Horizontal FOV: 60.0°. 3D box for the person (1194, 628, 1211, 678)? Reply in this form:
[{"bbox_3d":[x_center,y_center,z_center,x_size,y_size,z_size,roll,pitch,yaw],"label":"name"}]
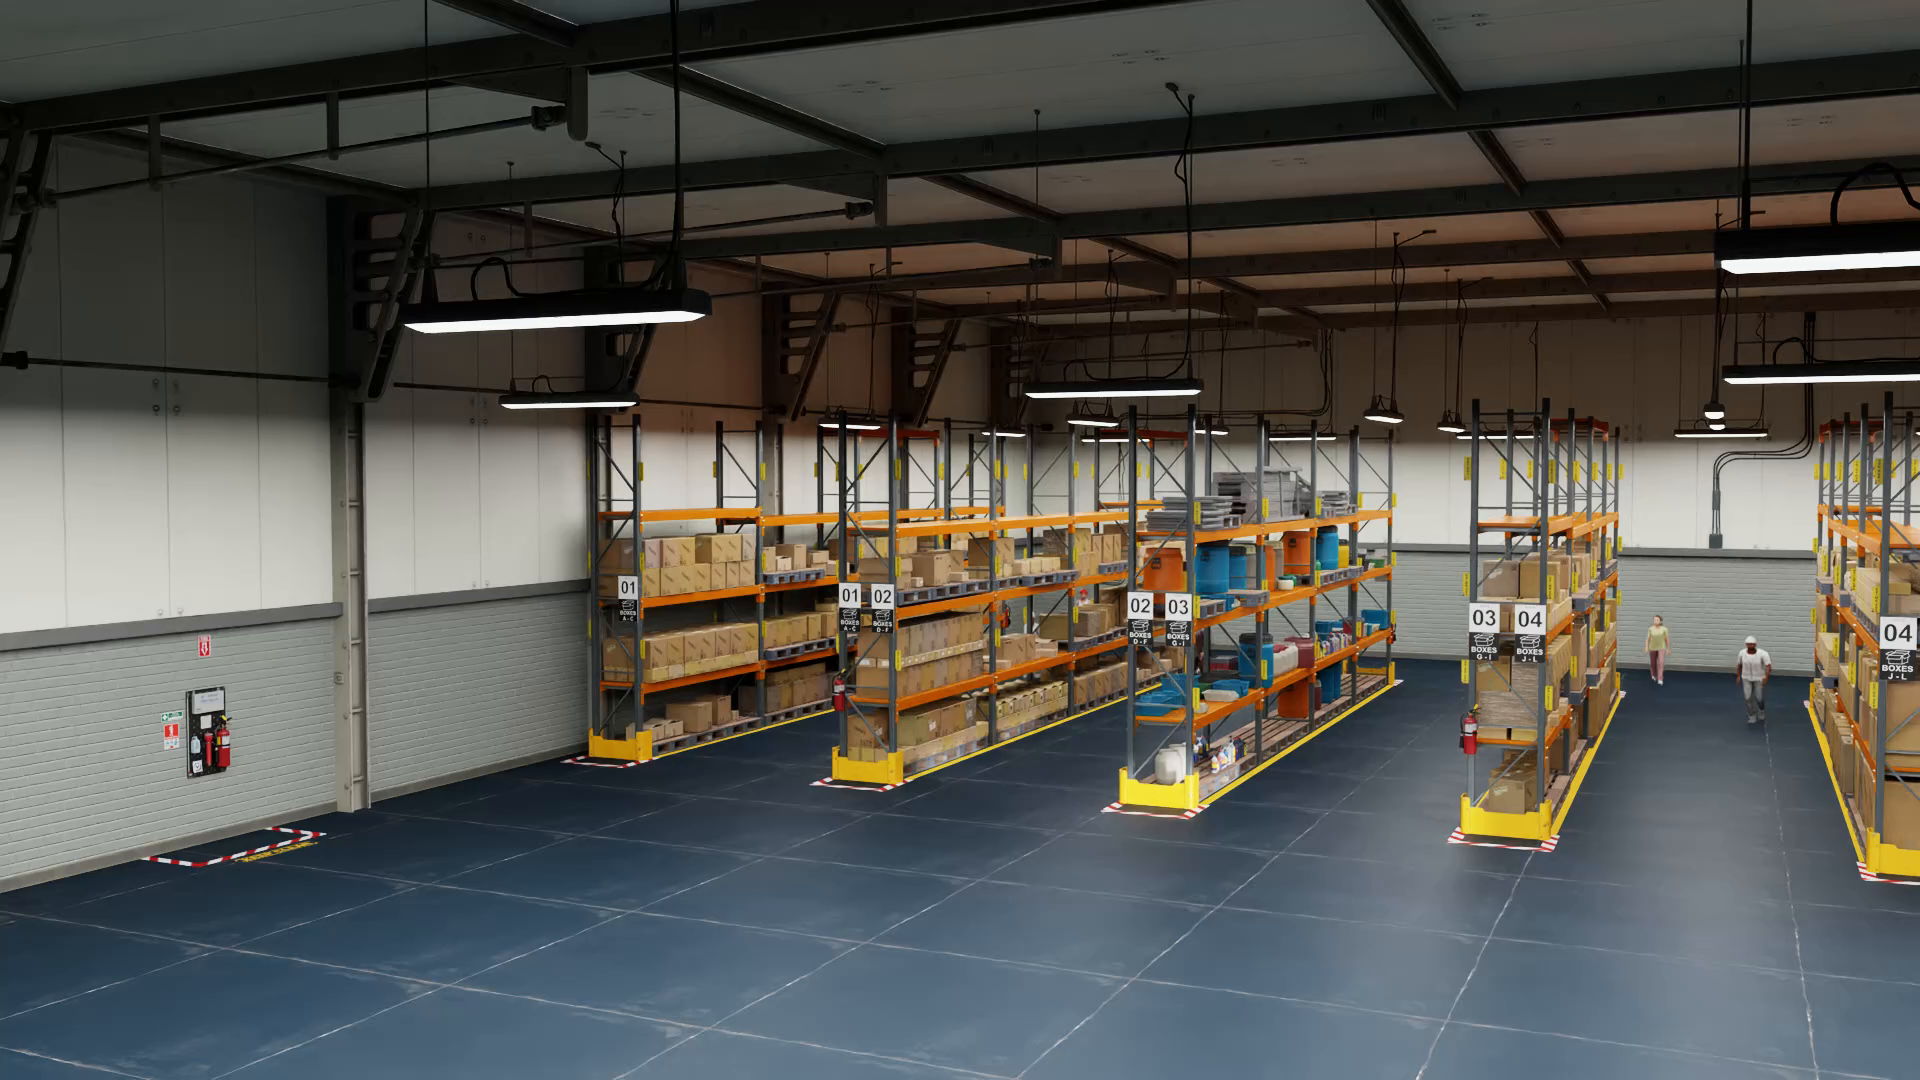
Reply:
[{"bbox_3d":[5.435,2.590,37.514,0.641,1.756,0.750,2,3,39],"label":"person"}]

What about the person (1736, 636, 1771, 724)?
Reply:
[{"bbox_3d":[15.837,2.772,33.162,0.636,1.740,0.678,2,3,37],"label":"person"}]

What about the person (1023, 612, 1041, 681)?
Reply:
[{"bbox_3d":[1.622,2.553,38.157,0.623,1.825,0.596,2,3,39],"label":"person"}]

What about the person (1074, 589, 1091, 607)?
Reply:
[{"bbox_3d":[3.396,2.232,46.015,0.628,1.730,1.098,1,3,21],"label":"person"}]

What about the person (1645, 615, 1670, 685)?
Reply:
[{"bbox_3d":[16.430,2.576,39.168,0.554,1.607,1.082,1,3,21],"label":"person"}]
